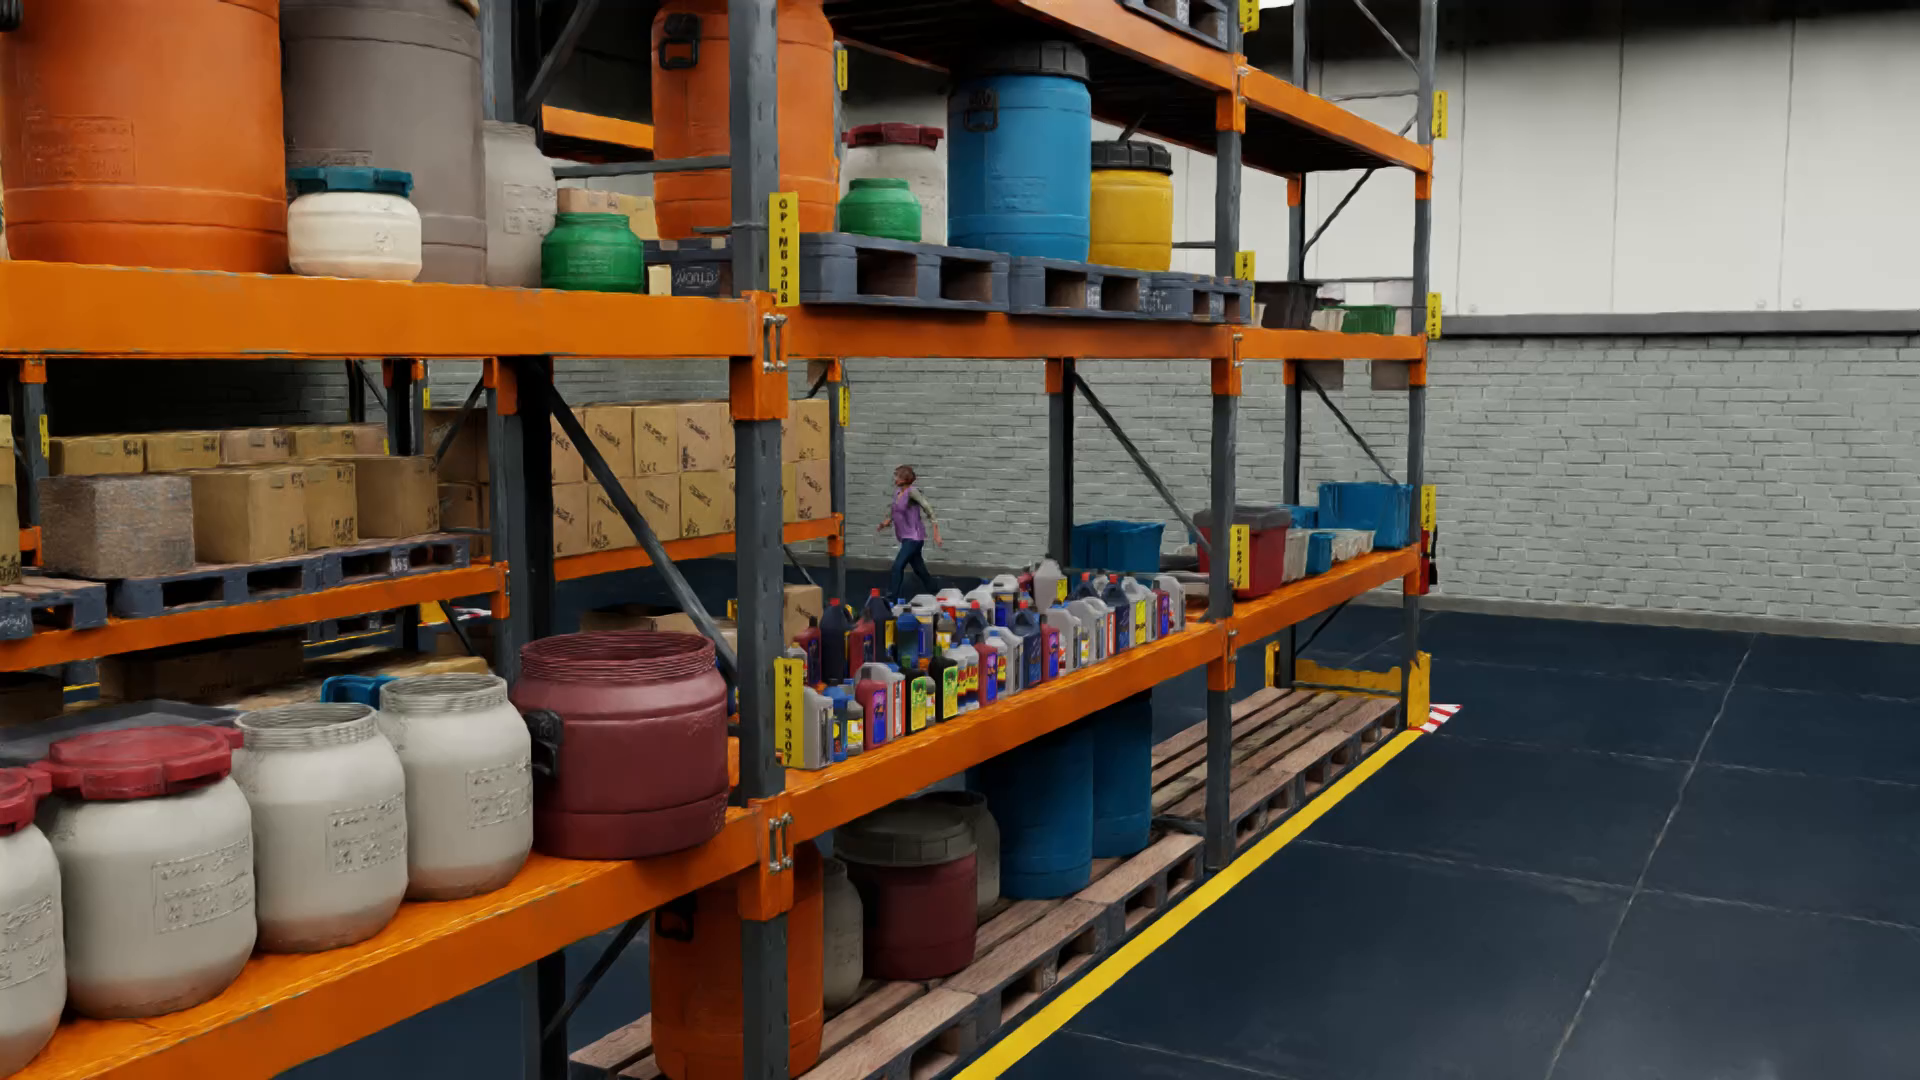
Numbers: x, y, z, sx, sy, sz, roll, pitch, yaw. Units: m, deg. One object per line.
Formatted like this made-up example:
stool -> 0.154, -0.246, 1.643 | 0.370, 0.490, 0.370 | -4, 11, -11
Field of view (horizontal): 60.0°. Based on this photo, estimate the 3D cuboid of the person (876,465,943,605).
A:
person -> -0.533, 0.003, 17.143 | 0.856, 1.545, 0.578 | -3, 7, -23
